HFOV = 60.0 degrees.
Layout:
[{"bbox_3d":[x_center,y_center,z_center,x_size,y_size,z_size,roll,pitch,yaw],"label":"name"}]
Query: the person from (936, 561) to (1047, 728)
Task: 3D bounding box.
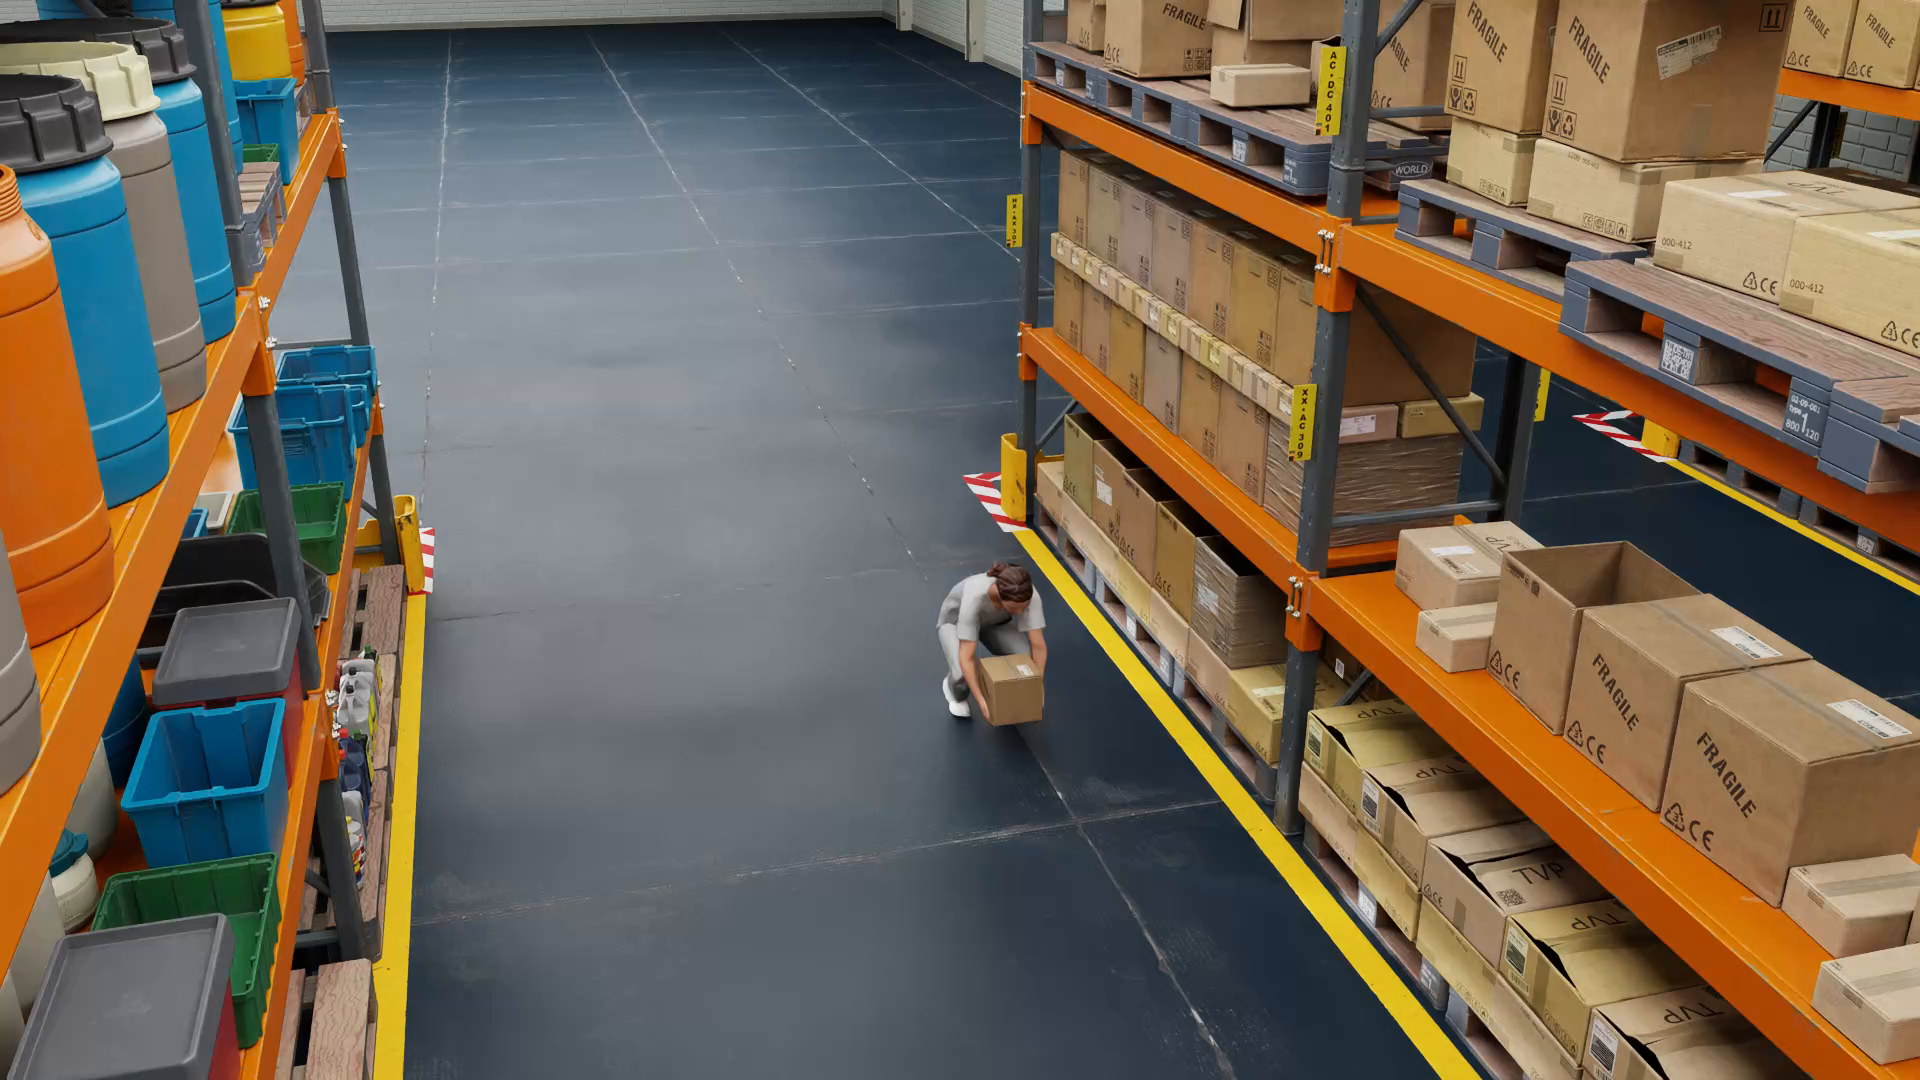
[{"bbox_3d":[0.160,0.483,8.422,0.490,0.930,0.810,-7,24,-15],"label":"person"}]
